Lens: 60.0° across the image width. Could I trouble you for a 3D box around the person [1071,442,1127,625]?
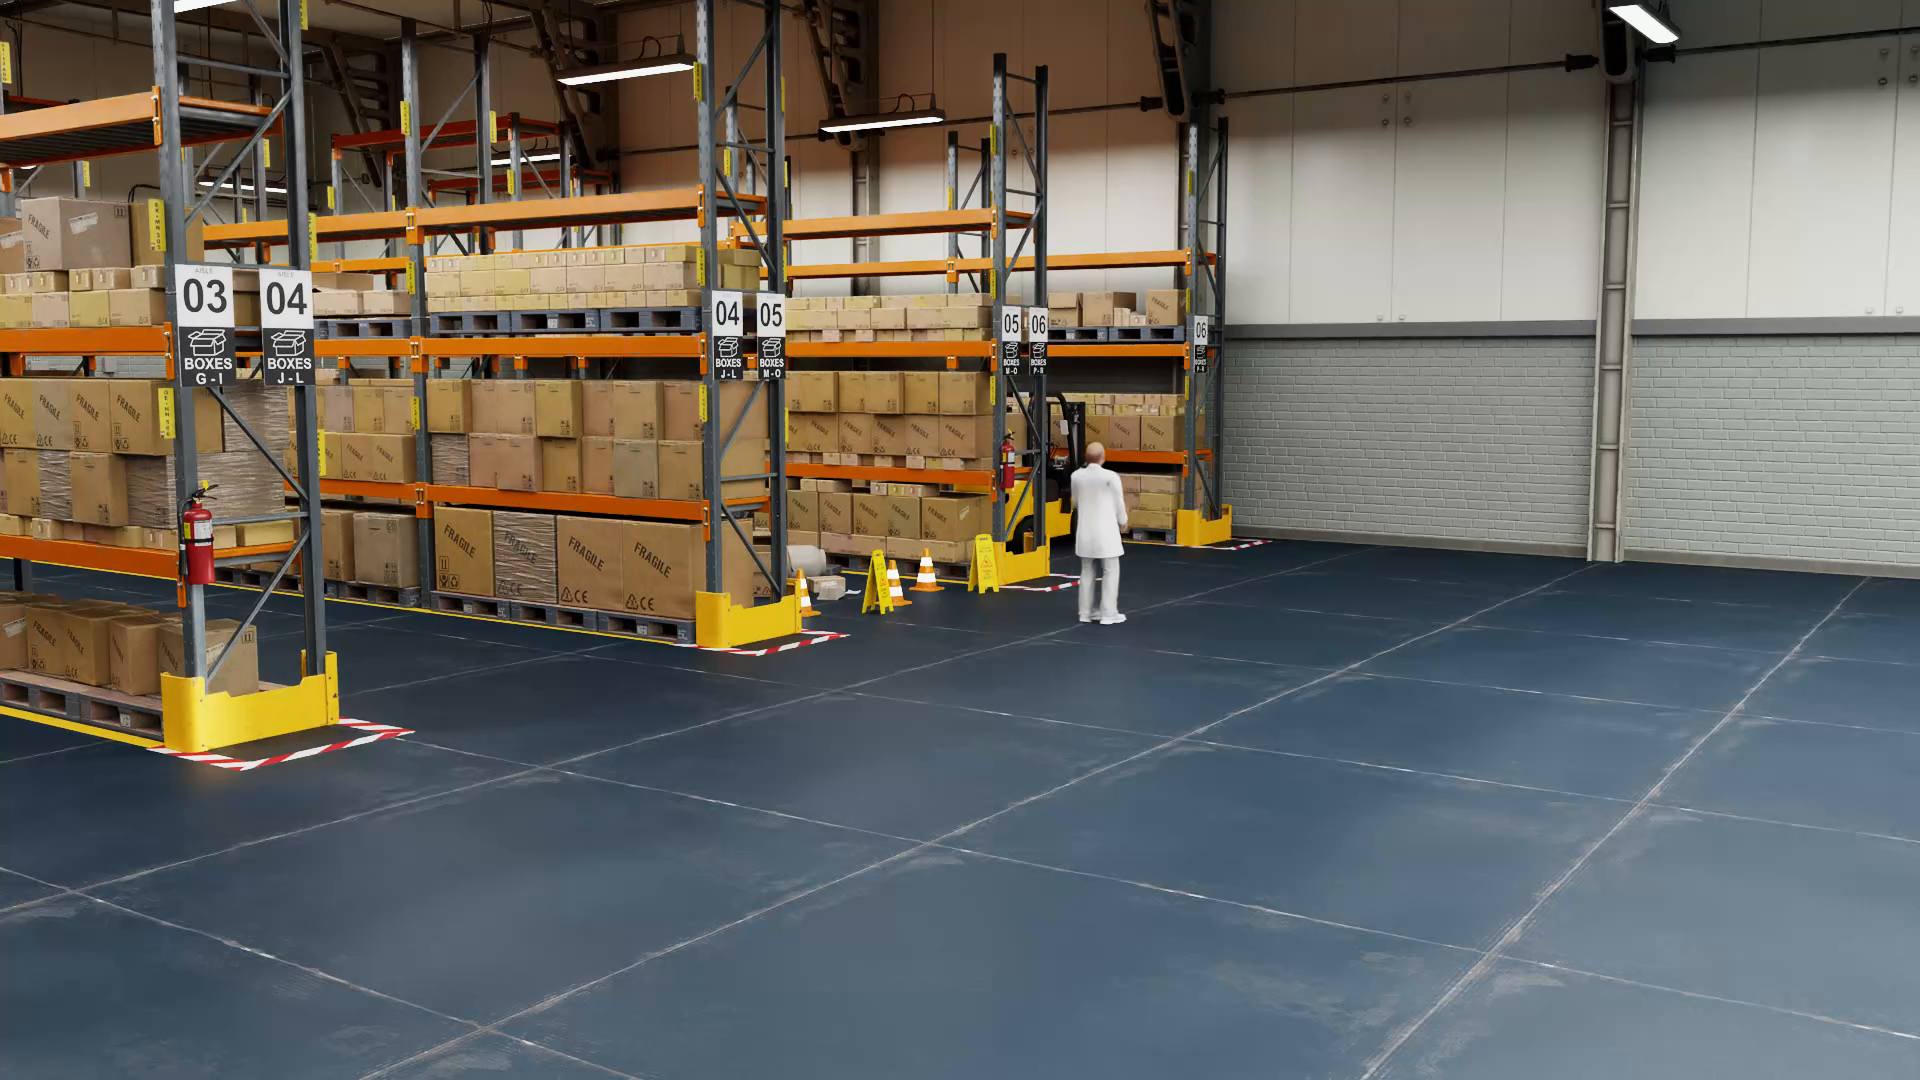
[{"bbox_3d":[1.407,-0.078,16.451,0.559,1.782,0.517,4,7,33],"label":"person"}]
